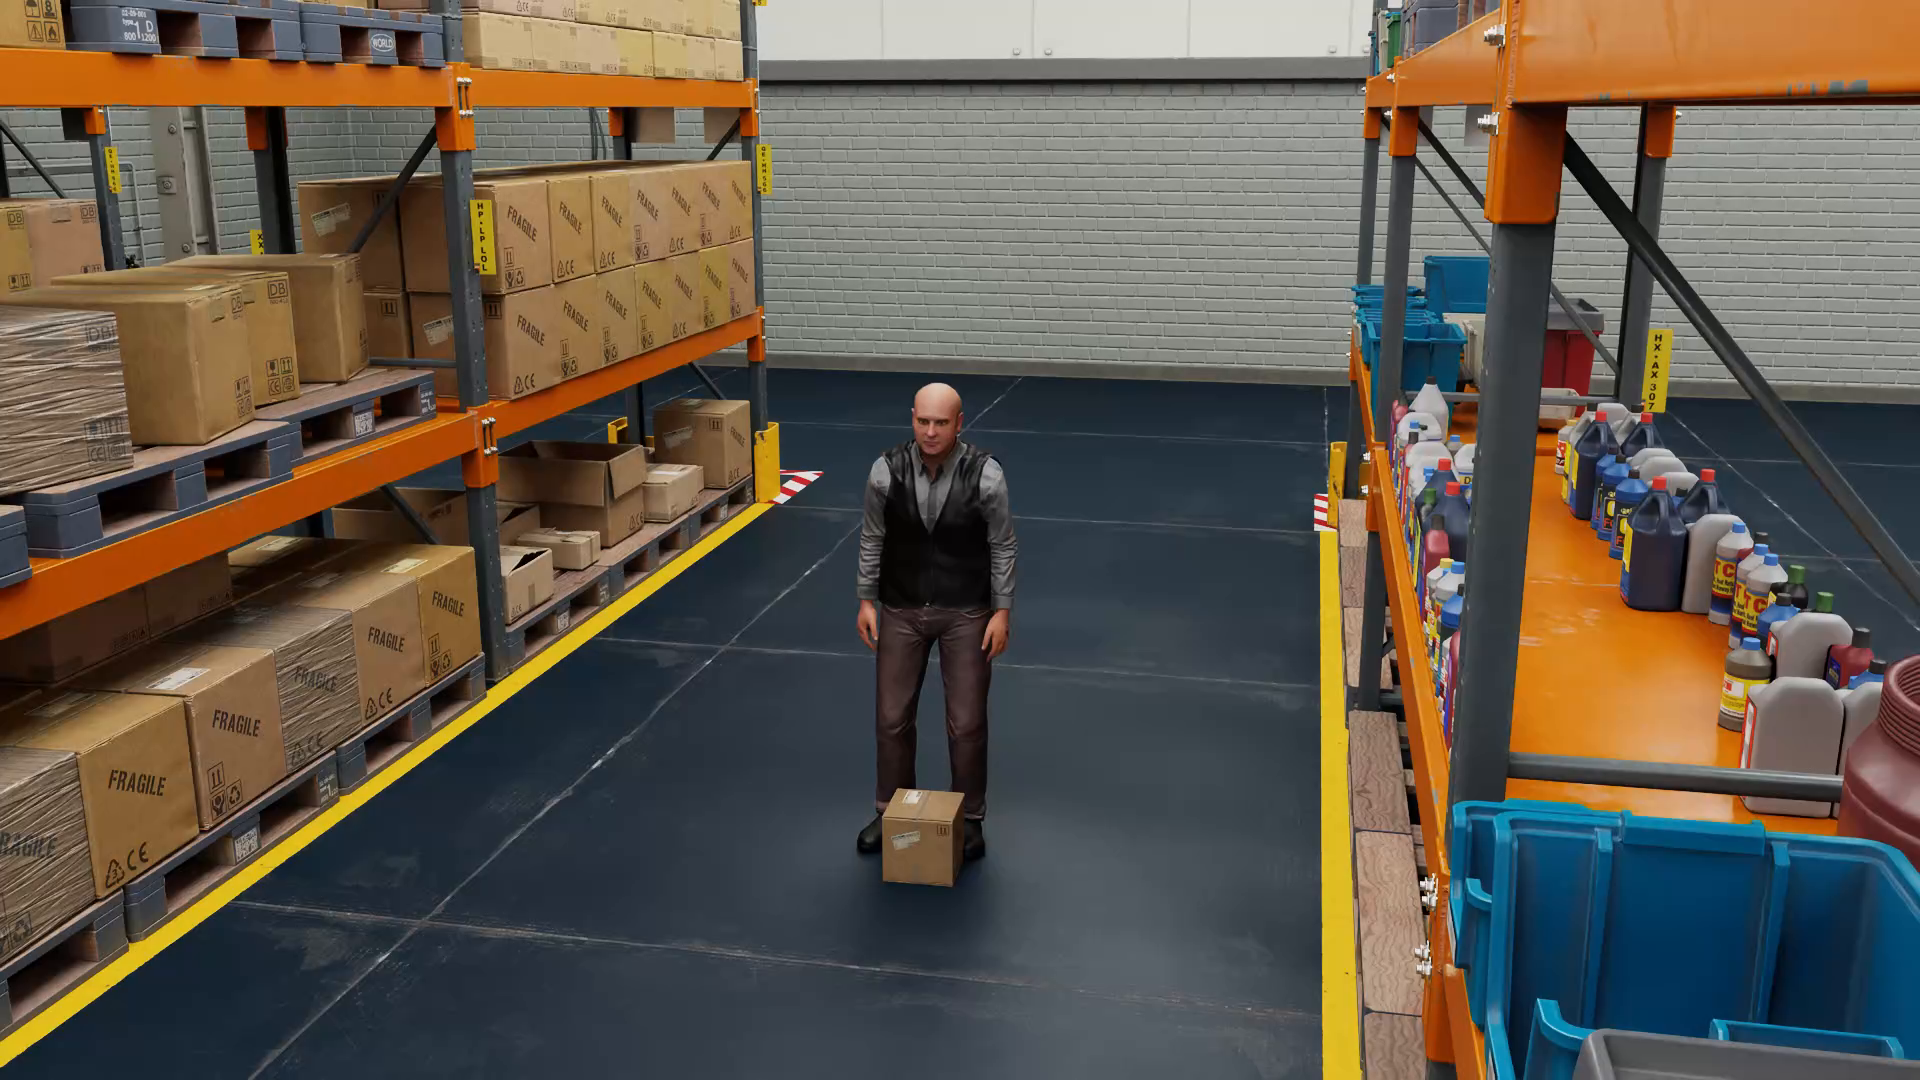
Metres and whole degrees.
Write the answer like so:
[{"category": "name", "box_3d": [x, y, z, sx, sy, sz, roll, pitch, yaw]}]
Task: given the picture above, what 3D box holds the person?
[{"category": "person", "box_3d": [-0.085, 0.325, 6.016, 0.578, 1.614, 0.419, 3, 15, 10]}]
